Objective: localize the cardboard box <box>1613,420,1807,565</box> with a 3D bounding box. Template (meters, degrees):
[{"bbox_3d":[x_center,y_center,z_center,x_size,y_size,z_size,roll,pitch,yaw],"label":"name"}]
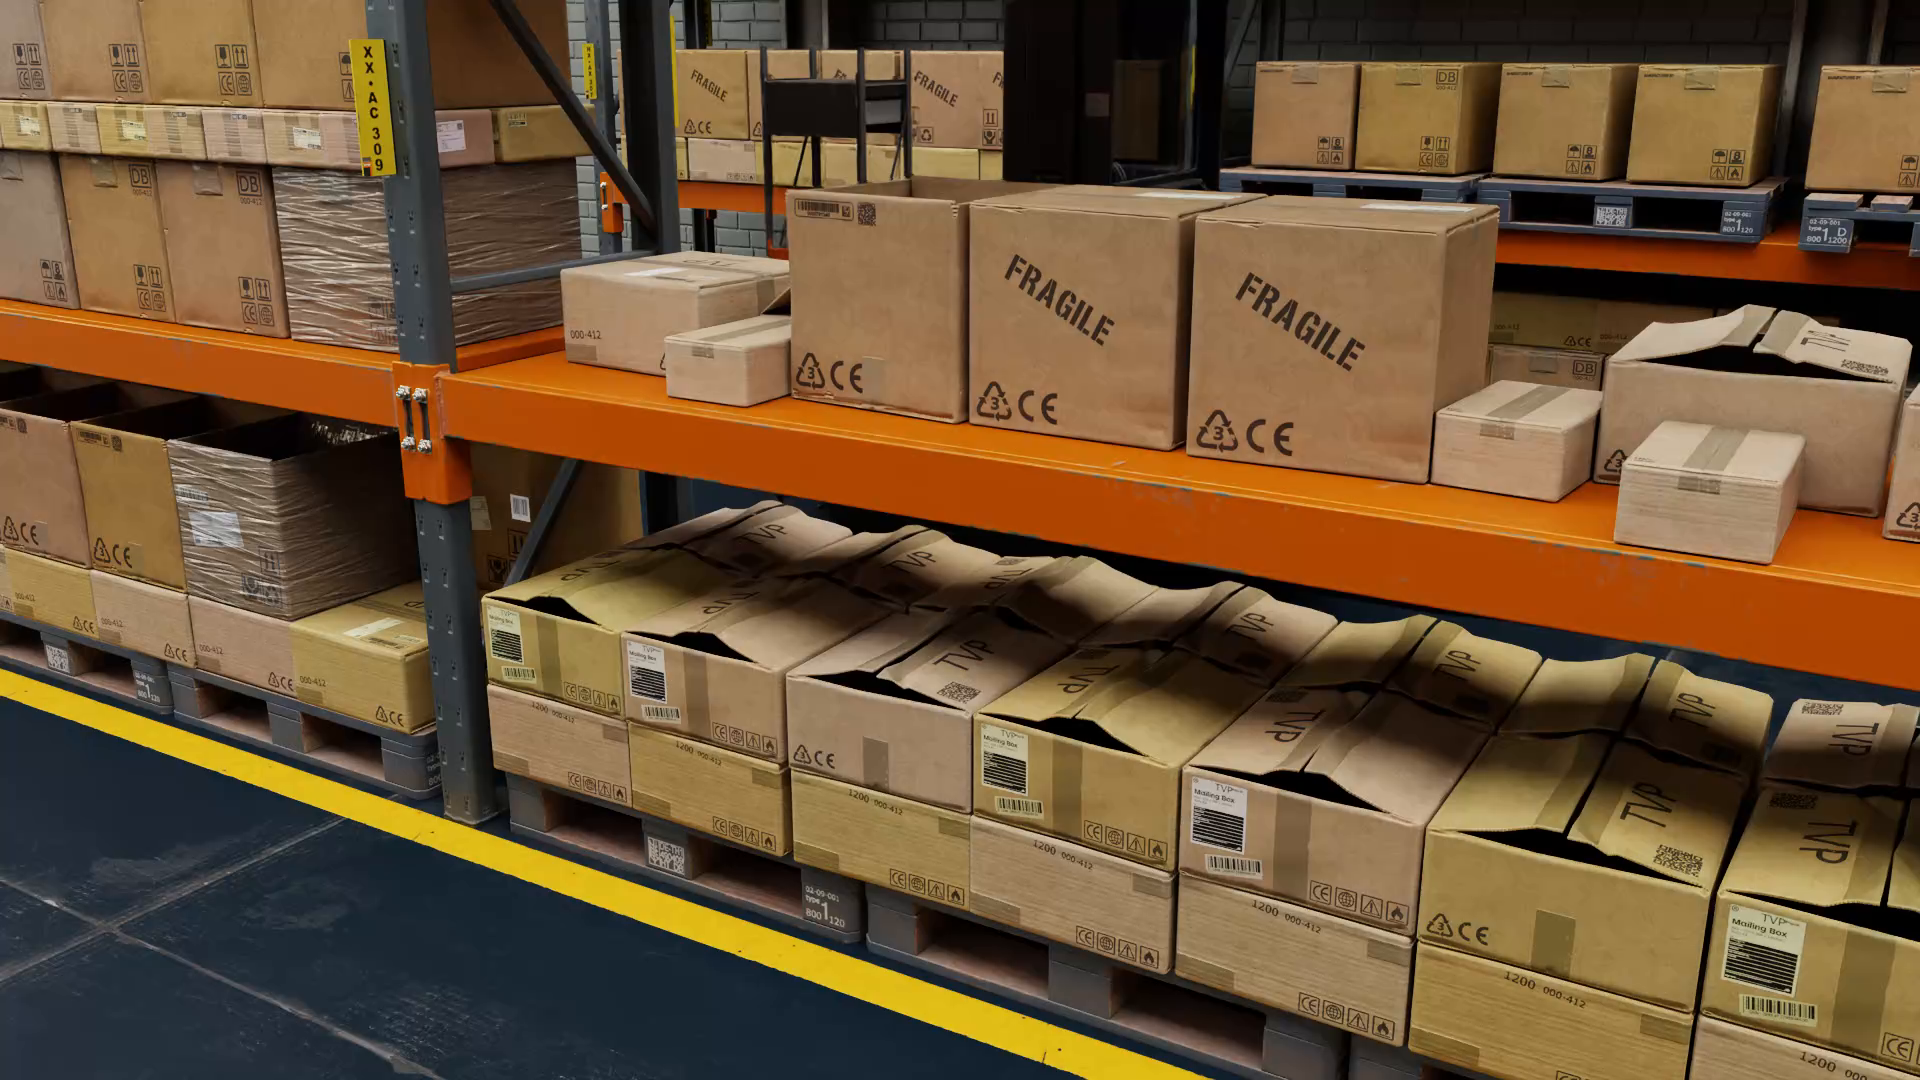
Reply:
[{"bbox_3d":[1.337,-0.092,2.955,0.250,0.149,0.380,10,20,30],"label":"cardboard box"}]

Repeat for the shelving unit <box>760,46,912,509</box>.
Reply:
[{"bbox_3d":[-0.526,-1.088,7.350,0.503,2.100,0.431,9,19,28],"label":"shelving unit"}]

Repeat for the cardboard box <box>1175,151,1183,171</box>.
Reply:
[{"bbox_3d":[0.867,-1.914,8.746,0.500,0.250,0.500,10,20,30],"label":"cardboard box"}]

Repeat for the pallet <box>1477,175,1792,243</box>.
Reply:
[{"bbox_3d":[3.129,-1.570,7.720,1.213,0.211,1.003,10,20,30],"label":"pallet"}]

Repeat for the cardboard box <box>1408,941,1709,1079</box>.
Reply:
[{"bbox_3d":[1.231,0.874,3.352,0.500,0.250,0.500,10,19,29],"label":"cardboard box"}]

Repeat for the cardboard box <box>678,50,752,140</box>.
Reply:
[{"bbox_3d":[-1.314,-2.660,9.910,0.500,0.500,0.500,10,20,30],"label":"cardboard box"}]

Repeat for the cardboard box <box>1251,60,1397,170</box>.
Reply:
[{"bbox_3d":[1.845,-2.152,8.376,0.500,0.500,0.700,10,20,30],"label":"cardboard box"}]

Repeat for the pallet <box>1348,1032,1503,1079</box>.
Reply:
[{"bbox_3d":[1.567,1.056,3.543,1.213,0.211,1.003,10,20,30],"label":"pallet"}]

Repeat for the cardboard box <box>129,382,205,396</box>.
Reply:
[{"bbox_3d":[-2.671,-0.372,6.163,0.500,0.500,0.500,10,20,30],"label":"cardboard box"}]

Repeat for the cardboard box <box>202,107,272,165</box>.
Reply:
[{"bbox_3d":[-1.938,-1.176,4.804,0.250,0.149,0.380,9,19,28],"label":"cardboard box"}]

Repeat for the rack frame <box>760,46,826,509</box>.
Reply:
[{"bbox_3d":[-0.738,-1.123,7.465,0.015,2.100,0.400,9,19,28],"label":"rack frame"}]

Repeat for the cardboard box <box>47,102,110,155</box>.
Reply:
[{"bbox_3d":[-2.585,-1.292,5.186,0.250,0.149,0.380,11,20,32],"label":"cardboard box"}]

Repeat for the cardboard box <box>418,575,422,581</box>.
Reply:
[{"bbox_3d":[-1.820,0.140,5.769,0.500,0.250,0.500,10,20,30],"label":"cardboard box"}]

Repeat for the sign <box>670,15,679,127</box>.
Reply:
[{"bbox_3d":[-0.885,-1.404,4.987,0.005,0.325,0.100,10,20,30],"label":"sign"}]

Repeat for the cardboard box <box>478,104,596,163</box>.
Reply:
[{"bbox_3d":[-1.288,-1.199,4.880,0.250,0.149,0.380,10,20,30],"label":"cardboard box"}]

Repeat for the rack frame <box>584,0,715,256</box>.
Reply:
[{"bbox_3d":[-1.980,-2.588,10.740,0.127,3.000,1.000,10,20,30],"label":"rack frame"}]

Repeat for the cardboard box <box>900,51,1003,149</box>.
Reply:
[{"bbox_3d":[0.012,-2.425,9.138,0.500,0.500,0.500,9,19,28],"label":"cardboard box"}]

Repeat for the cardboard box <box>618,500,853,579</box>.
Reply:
[{"bbox_3d":[-0.665,0.085,4.985,0.500,0.311,0.500,10,20,30],"label":"cardboard box"}]

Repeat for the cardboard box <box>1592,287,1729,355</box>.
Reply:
[{"bbox_3d":[3.303,-1.020,7.833,0.500,0.250,0.500,10,20,30],"label":"cardboard box"}]

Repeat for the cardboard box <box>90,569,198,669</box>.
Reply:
[{"bbox_3d":[-2.525,0.195,5.586,0.500,0.250,0.500,10,20,30],"label":"cardboard box"}]

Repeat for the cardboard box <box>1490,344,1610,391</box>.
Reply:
[{"bbox_3d":[2.945,-0.732,8.175,0.500,0.500,0.700,10,20,31],"label":"cardboard box"}]

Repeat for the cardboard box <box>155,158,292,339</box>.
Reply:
[{"bbox_3d":[-1.995,-0.945,5.158,0.500,0.500,0.700,10,20,29],"label":"cardboard box"}]

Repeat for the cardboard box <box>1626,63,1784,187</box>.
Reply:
[{"bbox_3d":[3.358,-1.883,7.489,0.500,0.500,0.700,10,20,30],"label":"cardboard box"}]

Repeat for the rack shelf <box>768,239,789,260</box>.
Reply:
[{"bbox_3d":[-0.526,-1.075,7.354,0.480,0.518,0.431,9,19,28],"label":"rack shelf"}]

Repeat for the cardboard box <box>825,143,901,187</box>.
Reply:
[{"bbox_3d":[-0.419,-2.141,9.493,0.500,0.250,0.500,10,20,31],"label":"cardboard box"}]

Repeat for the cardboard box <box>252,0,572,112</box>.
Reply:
[{"bbox_3d":[-1.542,-1.487,4.710,0.500,0.500,0.700,10,20,30],"label":"cardboard box"}]

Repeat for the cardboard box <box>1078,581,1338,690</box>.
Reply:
[{"bbox_3d":[0.632,0.316,4.223,0.500,0.311,0.500,10,19,29],"label":"cardboard box"}]

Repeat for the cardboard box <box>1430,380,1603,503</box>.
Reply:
[{"bbox_3d":[1.132,-0.204,3.323,0.250,0.149,0.380,12,21,34],"label":"cardboard box"}]

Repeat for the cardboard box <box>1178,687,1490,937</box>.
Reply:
[{"bbox_3d":[0.798,0.529,3.522,0.500,0.311,0.500,10,20,30],"label":"cardboard box"}]

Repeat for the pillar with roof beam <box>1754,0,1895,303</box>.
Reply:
[{"bbox_3d":[1.929,-3.587,3.709,0.400,9.000,9.100,10,20,30],"label":"pillar with roof beam"}]

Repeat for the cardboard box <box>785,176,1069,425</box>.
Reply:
[{"bbox_3d":[-0.066,-0.599,4.020,0.500,0.500,0.500,12,21,34],"label":"cardboard box"}]

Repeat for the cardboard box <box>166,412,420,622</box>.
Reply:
[{"bbox_3d":[-2.090,-0.092,5.240,0.500,0.500,0.500,10,20,30],"label":"cardboard box"}]

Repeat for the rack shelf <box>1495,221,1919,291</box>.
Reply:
[{"bbox_3d":[3.133,-1.331,7.840,4.000,0.370,1.077,10,20,30],"label":"rack shelf"}]

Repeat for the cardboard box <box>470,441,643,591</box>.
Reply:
[{"bbox_3d":[-1.392,-0.144,5.414,0.500,0.500,0.500,10,20,30],"label":"cardboard box"}]

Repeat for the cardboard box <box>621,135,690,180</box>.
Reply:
[{"bbox_3d":[-1.730,-2.373,10.256,0.500,0.250,0.500,9,19,28],"label":"cardboard box"}]

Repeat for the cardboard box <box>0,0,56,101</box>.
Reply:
[{"bbox_3d":[-2.825,-1.716,5.464,0.500,0.500,0.700,10,20,30],"label":"cardboard box"}]

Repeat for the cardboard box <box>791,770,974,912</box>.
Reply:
[{"bbox_3d":[-0.069,0.641,4.117,0.500,0.250,0.500,9,19,28],"label":"cardboard box"}]

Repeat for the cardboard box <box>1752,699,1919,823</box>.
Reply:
[{"bbox_3d":[1.955,0.550,3.452,0.500,0.311,0.500,11,20,32],"label":"cardboard box"}]

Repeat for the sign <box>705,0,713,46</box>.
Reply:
[{"bbox_3d":[-1.672,-3.428,10.969,0.005,0.325,0.100,10,20,30],"label":"sign"}]

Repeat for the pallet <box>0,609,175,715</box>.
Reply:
[{"bbox_3d":[-2.860,0.265,6.144,1.213,0.211,1.003,10,20,30],"label":"pallet"}]

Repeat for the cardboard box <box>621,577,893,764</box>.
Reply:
[{"bbox_3d":[-0.515,0.296,4.289,0.500,0.311,0.500,10,19,29],"label":"cardboard box"}]

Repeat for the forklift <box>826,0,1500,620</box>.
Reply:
[{"bbox_3d":[0.973,-1.206,6.307,3.031,2.935,1.130,9,19,28],"label":"forklift"}]

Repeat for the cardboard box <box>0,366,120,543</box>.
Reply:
[{"bbox_3d":[-3.369,-0.320,5.990,0.500,0.500,0.500,10,20,30],"label":"cardboard box"}]
